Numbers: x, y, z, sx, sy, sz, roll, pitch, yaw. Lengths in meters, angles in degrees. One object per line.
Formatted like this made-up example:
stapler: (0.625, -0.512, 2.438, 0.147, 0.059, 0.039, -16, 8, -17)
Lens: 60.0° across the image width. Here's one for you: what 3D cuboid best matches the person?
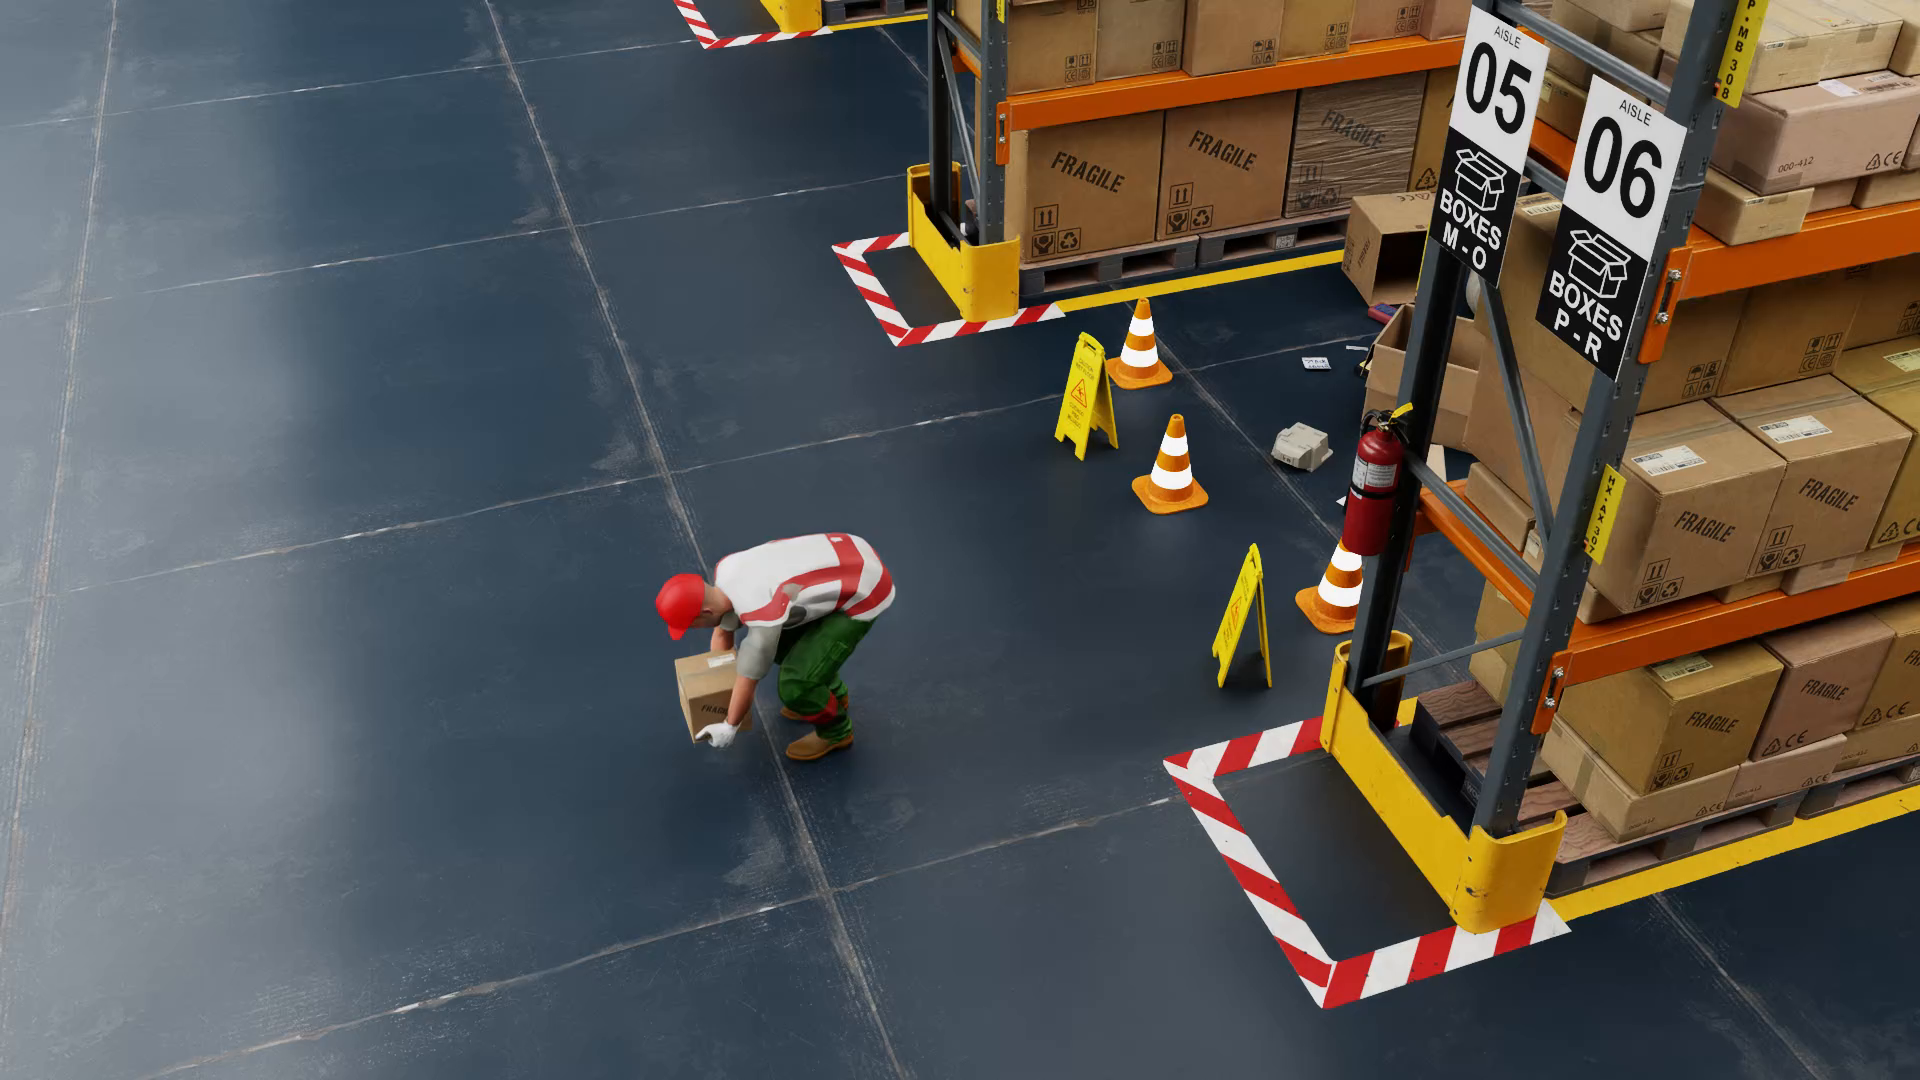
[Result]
person: (-0.737, 0.451, 6.812, 0.958, 1.014, 0.524, -14, 40, -18)
